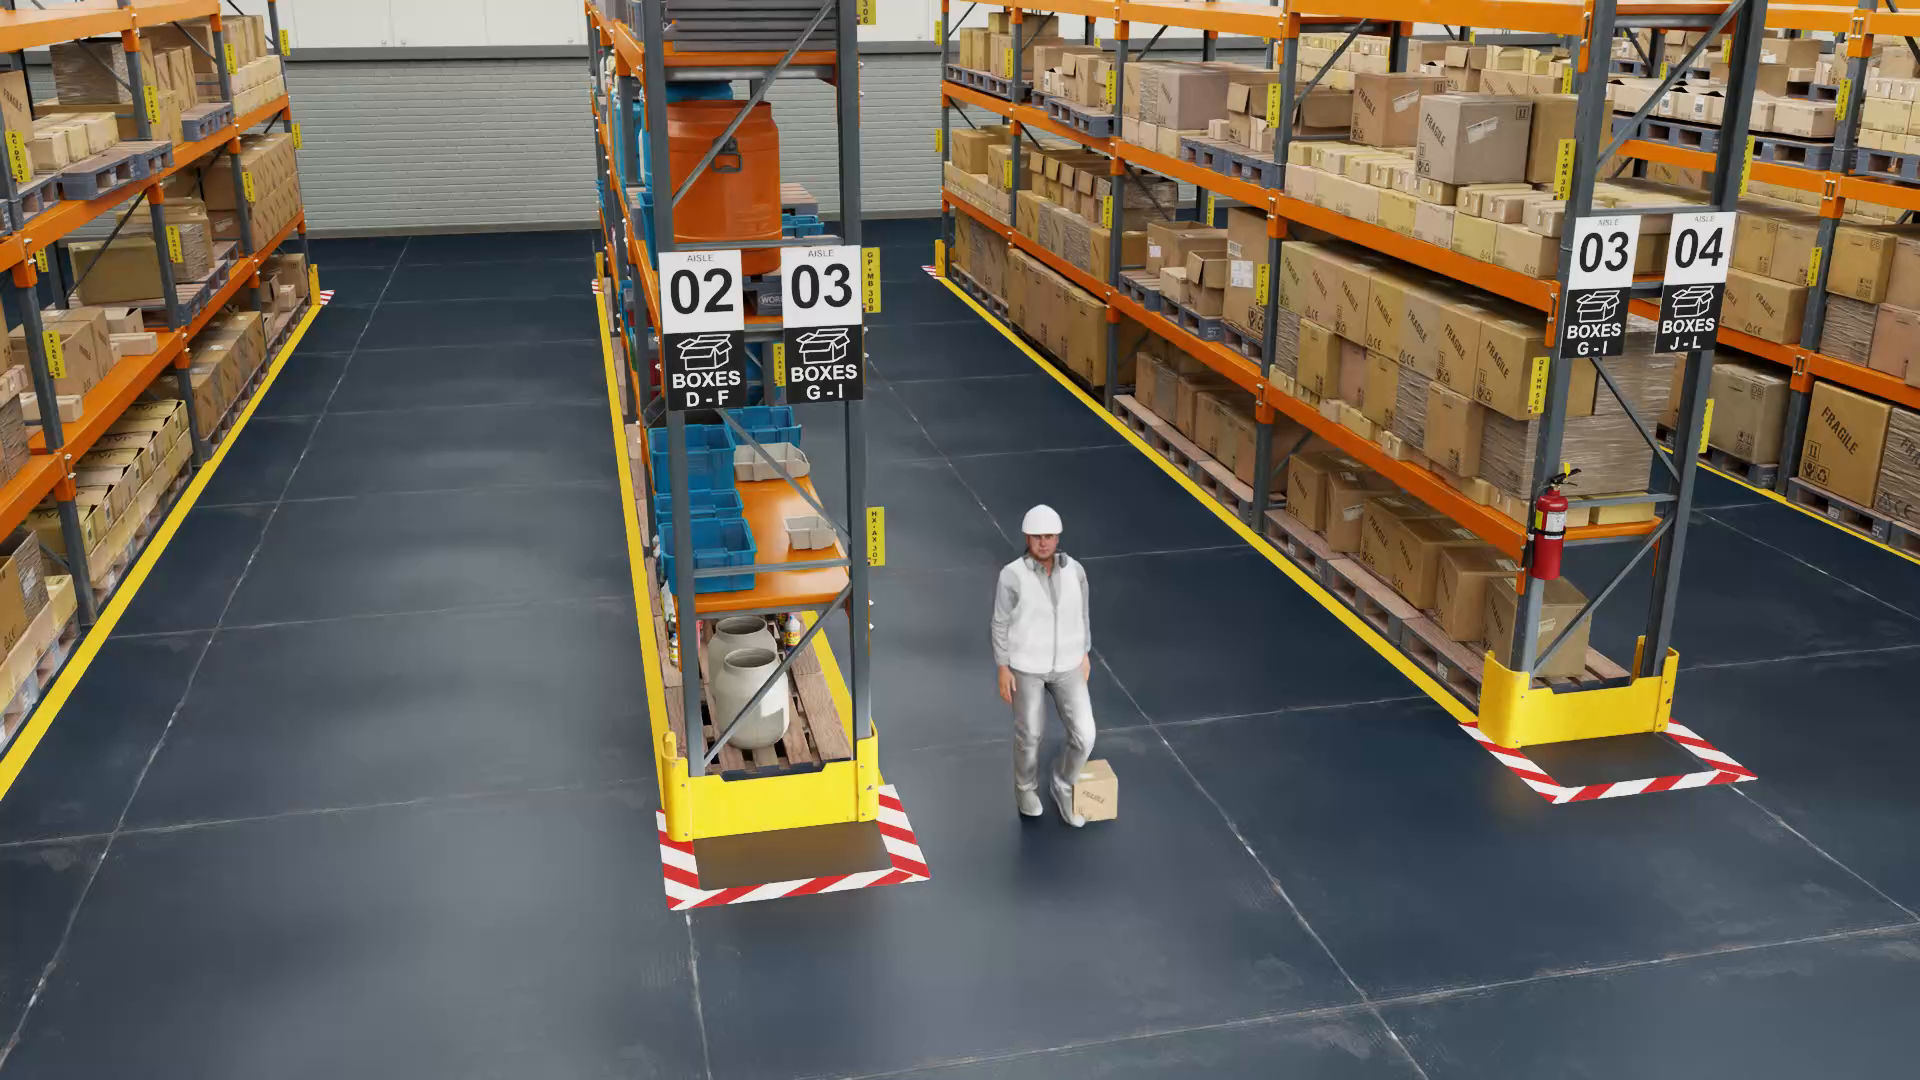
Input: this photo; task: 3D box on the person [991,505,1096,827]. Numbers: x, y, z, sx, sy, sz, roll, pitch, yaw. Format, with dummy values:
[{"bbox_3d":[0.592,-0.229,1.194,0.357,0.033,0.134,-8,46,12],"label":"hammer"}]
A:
[{"bbox_3d":[0.475,0.714,9.026,0.584,1.821,0.494,-6,20,-15],"label":"person"}]
